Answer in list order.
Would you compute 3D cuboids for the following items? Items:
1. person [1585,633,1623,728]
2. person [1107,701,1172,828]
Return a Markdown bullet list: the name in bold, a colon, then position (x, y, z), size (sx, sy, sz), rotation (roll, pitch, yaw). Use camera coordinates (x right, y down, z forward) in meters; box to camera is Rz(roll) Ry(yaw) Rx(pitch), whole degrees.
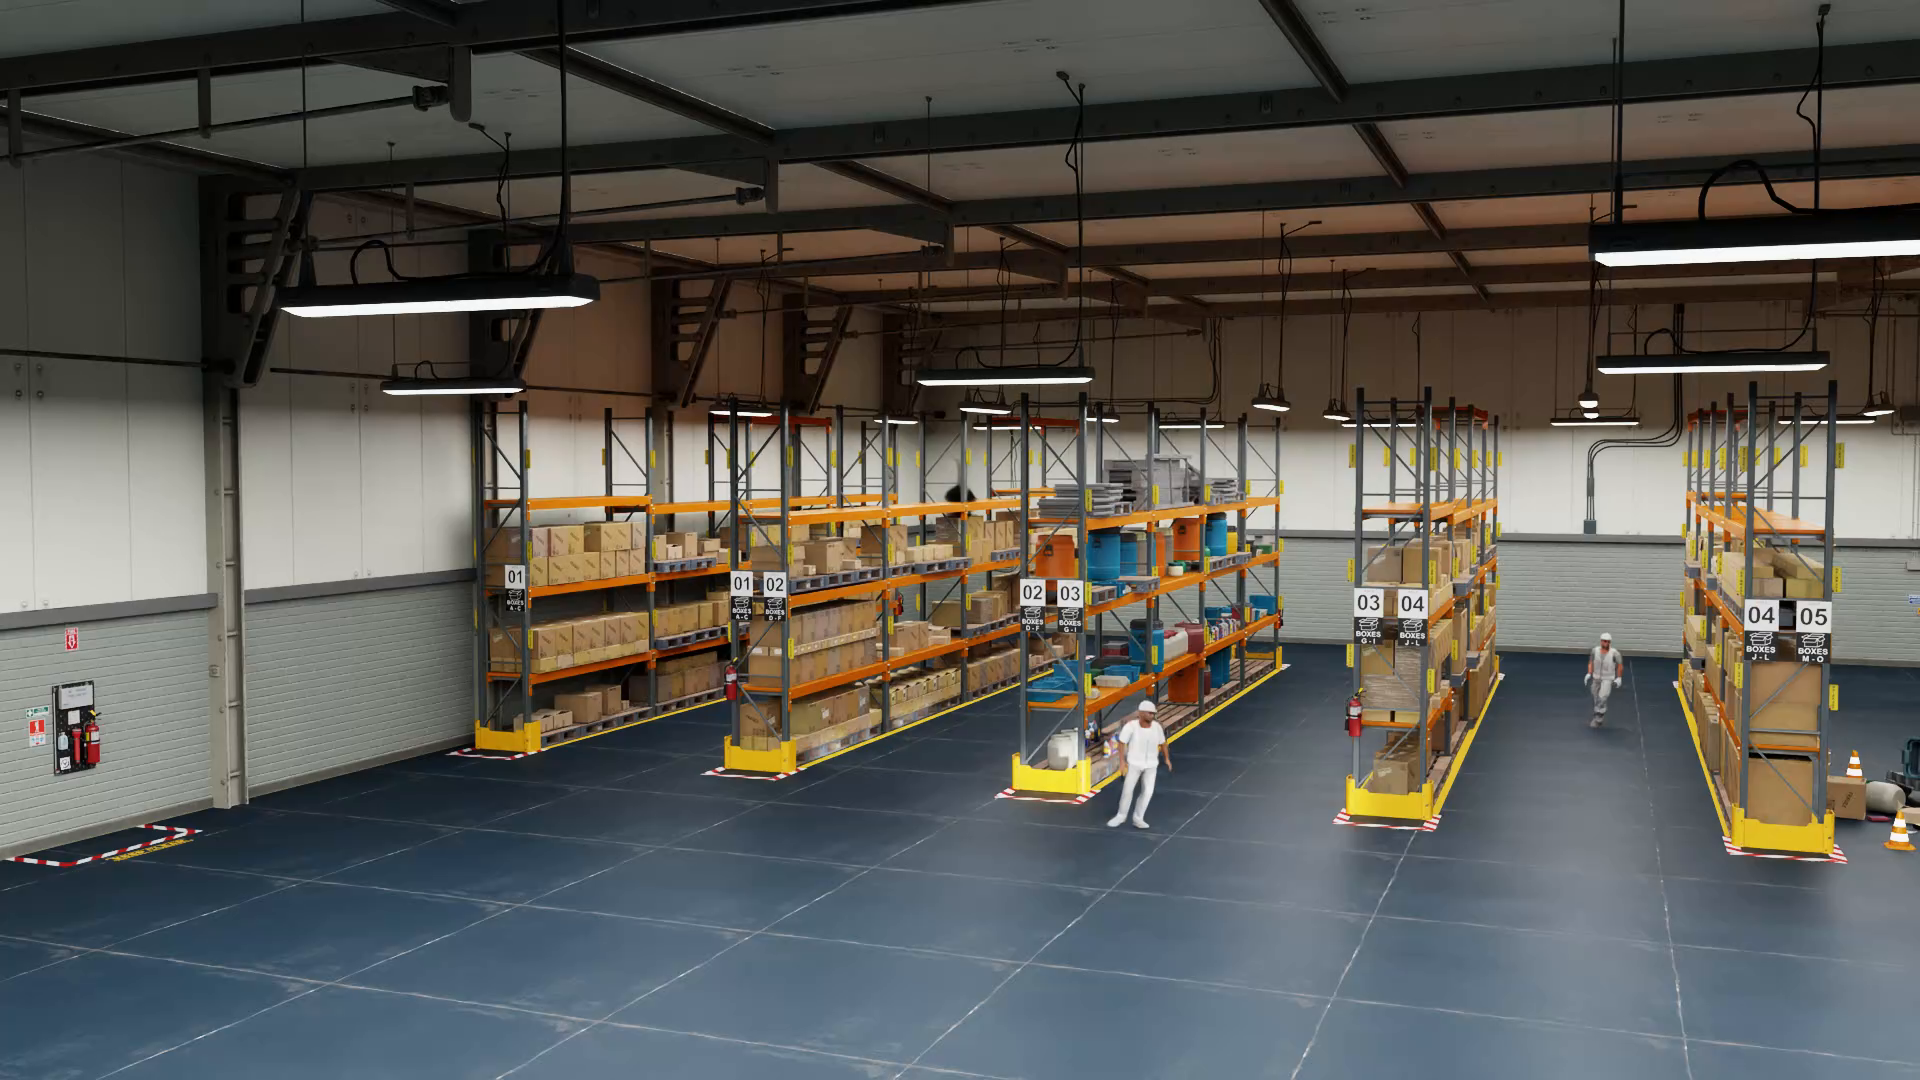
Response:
- **person**: position (11.928, 2.590, 30.838), size (0.604, 1.748, 0.675), rotation (3, 4, 45)
- **person**: position (2.419, 3.040, 22.428), size (0.809, 1.741, 0.567), rotation (-1, 3, -14)
